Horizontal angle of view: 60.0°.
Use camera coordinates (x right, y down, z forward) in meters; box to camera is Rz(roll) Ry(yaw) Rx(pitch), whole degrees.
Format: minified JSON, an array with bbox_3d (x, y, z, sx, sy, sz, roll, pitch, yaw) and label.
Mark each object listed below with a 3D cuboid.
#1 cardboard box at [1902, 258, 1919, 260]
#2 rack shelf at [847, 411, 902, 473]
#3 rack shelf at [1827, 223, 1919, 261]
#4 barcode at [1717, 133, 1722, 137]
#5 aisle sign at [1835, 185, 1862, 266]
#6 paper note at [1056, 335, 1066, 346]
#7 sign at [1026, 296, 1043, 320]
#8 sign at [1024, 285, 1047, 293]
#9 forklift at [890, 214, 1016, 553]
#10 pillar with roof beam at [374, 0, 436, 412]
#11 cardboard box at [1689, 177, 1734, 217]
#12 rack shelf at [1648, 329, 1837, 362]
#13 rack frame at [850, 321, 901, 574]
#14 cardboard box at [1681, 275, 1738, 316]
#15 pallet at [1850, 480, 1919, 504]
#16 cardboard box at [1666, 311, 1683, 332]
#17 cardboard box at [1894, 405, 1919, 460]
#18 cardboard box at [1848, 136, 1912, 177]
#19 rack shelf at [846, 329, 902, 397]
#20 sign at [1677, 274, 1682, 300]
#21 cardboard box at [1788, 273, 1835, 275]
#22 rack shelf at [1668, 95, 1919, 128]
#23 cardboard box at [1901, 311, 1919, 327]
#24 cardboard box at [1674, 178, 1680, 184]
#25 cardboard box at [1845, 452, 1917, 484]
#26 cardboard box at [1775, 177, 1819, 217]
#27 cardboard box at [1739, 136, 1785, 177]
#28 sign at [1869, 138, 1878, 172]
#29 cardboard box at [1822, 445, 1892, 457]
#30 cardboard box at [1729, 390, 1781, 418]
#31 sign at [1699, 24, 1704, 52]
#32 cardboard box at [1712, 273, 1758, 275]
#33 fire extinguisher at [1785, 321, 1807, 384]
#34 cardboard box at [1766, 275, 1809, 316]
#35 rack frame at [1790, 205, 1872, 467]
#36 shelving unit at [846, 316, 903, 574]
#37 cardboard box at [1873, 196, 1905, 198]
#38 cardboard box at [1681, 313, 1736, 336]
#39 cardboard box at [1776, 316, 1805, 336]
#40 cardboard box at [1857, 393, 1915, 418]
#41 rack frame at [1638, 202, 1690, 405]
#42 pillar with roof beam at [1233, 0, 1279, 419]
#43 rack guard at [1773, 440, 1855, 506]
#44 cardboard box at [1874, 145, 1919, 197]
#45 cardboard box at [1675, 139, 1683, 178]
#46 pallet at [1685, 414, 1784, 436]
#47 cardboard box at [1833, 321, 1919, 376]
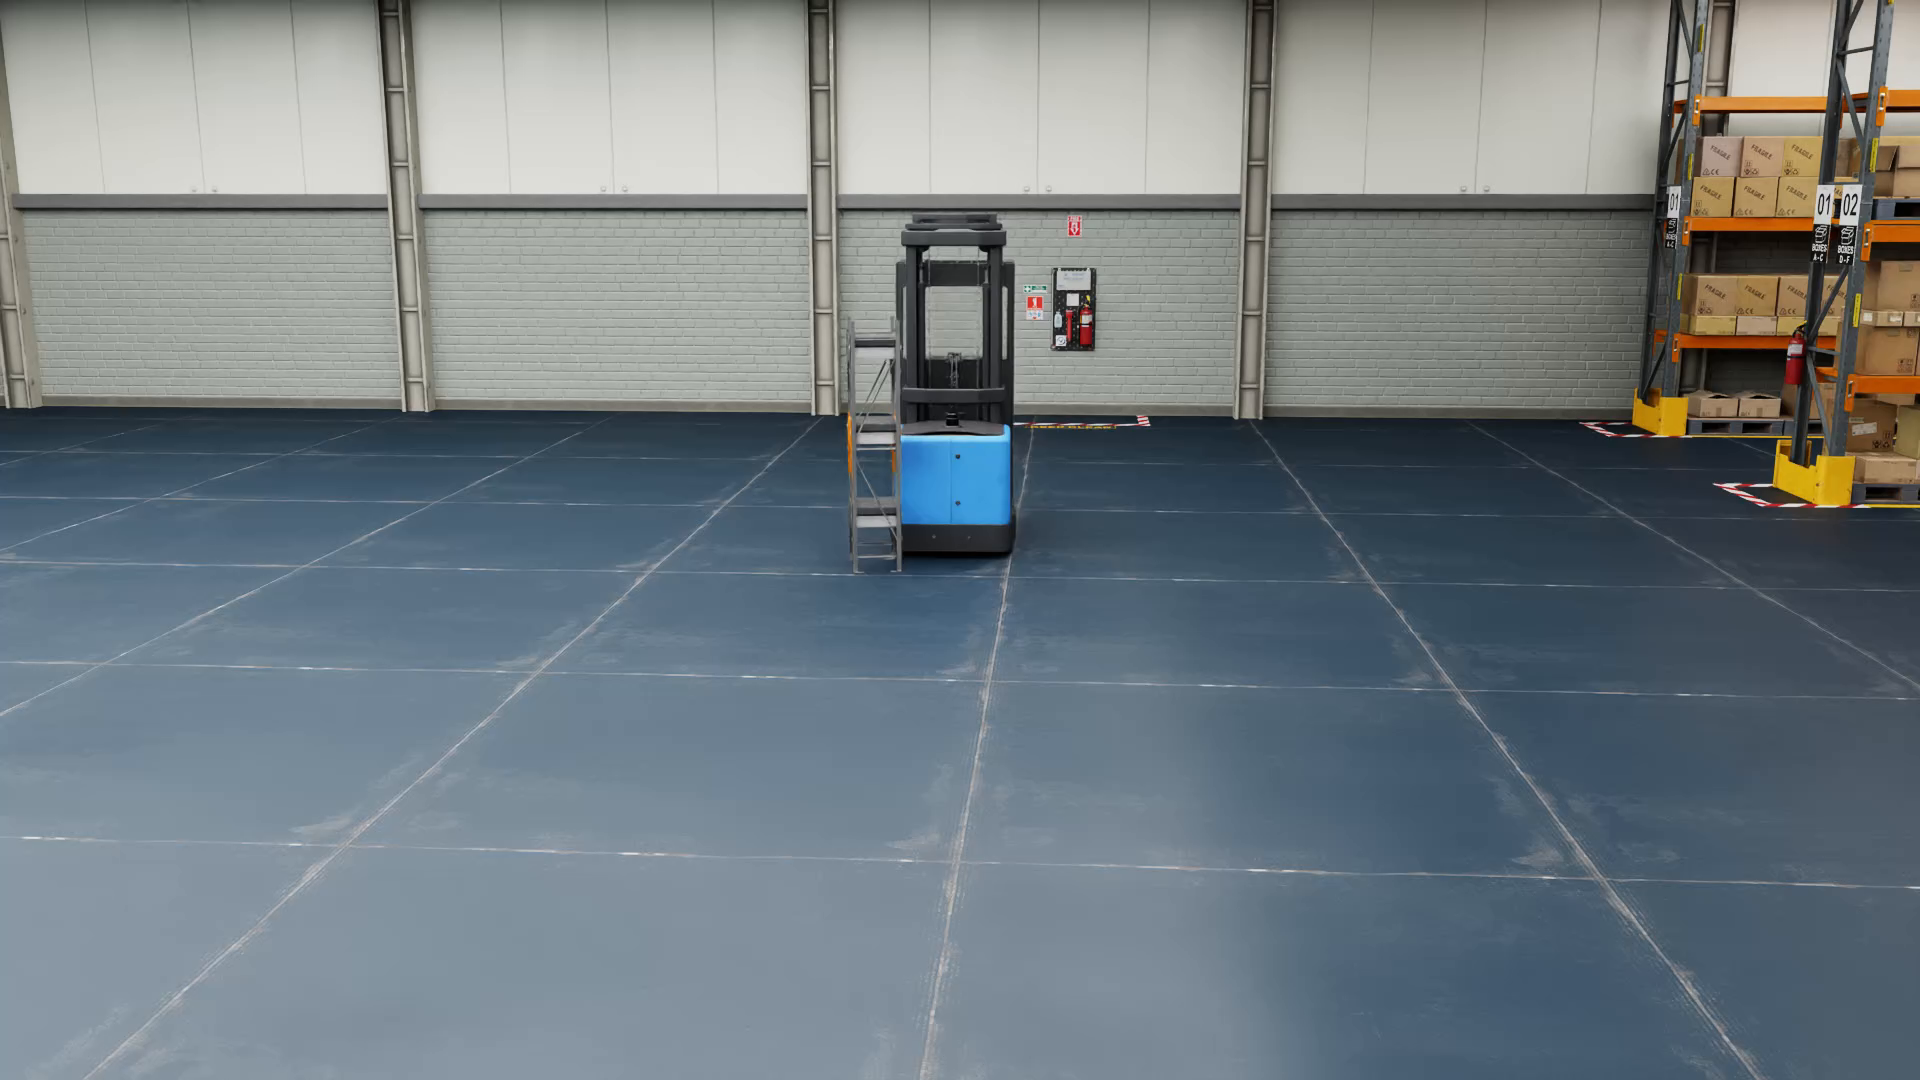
[{"bbox_3d":[10.014,-2.607,16.972,0.500,0.500,0.700,0,12,2],"label":"cardboard box"},{"bbox_3d":[-0.719,-0.788,13.956,0.431,0.518,0.480,-1,12,-7],"label":"rack shelf"},{"bbox_3d":[10.967,-3.027,16.827,4.000,0.370,1.077,1,12,4],"label":"rack shelf"},{"bbox_3d":[10.040,-5.343,21.990,0.075,0.075,0.001,1,12,4],"label":"barcode"},{"bbox_3d":[8.885,-3.149,16.630,0.004,0.787,0.394,1,12,4],"label":"aisle sign"},{"bbox_3d":[1.433,-2.827,23.589,0.142,0.148,0.016,1,12,4],"label":"paper note"},{"bbox_3d":[1.060,-3.287,23.553,0.234,0.329,0.001,1,12,4],"label":"sign"},{"bbox_3d":[1.064,-3.545,23.489,0.331,0.109,0.001,1,12,4],"label":"sign"},{"bbox_3d":[-0.039,-1.574,15.614,1.130,2.935,3.031,0,12,1],"label":"forklift"},{"bbox_3d":[-8.193,-5.421,19.187,0.400,9.000,9.100,1,12,4],"label":"pillar with roof beam"},{"bbox_3d":[9.615,-4.422,21.444,0.500,0.500,0.500,1,12,5],"label":"cardboard box"},{"bbox_3d":[11.294,-2.571,21.972,4.000,0.370,1.077,1,12,4],"label":"rack shelf"},{"bbox_3d":[-0.691,-0.752,13.716,0.400,2.100,0.015,-1,12,-7],"label":"rack frame"},{"bbox_3d":[9.755,-3.186,21.641,0.500,0.500,0.500,1,12,4],"label":"cardboard box"},{"bbox_3d":[9.737,-0.572,17.467,1.213,0.211,1.003,1,12,4],"label":"pallet"},{"bbox_3d":[9.778,-2.920,22.201,0.500,0.250,0.500,1,12,5],"label":"cardboard box"},{"bbox_3d":[9.990,-1.106,17.070,0.500,0.500,0.500,1,12,4],"label":"cardboard box"},{"bbox_3d":[11.702,-4.874,21.163,0.500,0.500,0.500,0,12,2],"label":"cardboard box"},{"bbox_3d":[-0.719,-1.473,13.812,0.431,0.518,0.480,-1,12,-7],"label":"rack shelf"},{"bbox_3d":[9.262,-3.263,21.411,0.005,0.325,0.100,1,12,4],"label":"sign"},{"bbox_3d":[11.303,-3.269,22.037,0.500,0.500,0.500,1,12,5],"label":"cardboard box"},{"bbox_3d":[11.294,-5.506,21.358,4.000,0.370,1.077,1,12,4],"label":"rack shelf"},{"bbox_3d":[9.612,-2.252,16.864,0.250,0.149,0.380,0,12,2],"label":"cardboard box"},{"bbox_3d":[9.732,-4.523,21.930,0.500,0.500,0.500,2,12,8],"label":"cardboard box"},{"bbox_3d":[9.491,-0.745,17.177,0.500,0.250,0.500,1,12,4],"label":"cardboard box"},{"bbox_3d":[10.667,-4.401,21.344,0.500,0.500,0.500,1,12,6],"label":"cardboard box"},{"bbox_3d":[10.164,-4.895,21.263,0.500,0.500,0.500,1,12,3],"label":"cardboard box"},{"bbox_3d":[8.928,-3.760,16.245,0.005,0.325,0.100,1,12,4],"label":"sign"},{"bbox_3d":[9.526,-0.851,17.683,0.500,0.250,0.500,1,12,4],"label":"cardboard box"},{"bbox_3d":[10.552,-1.814,22.089,0.500,0.311,0.500,2,12,8],"label":"cardboard box"},{"bbox_3d":[9.262,-6.272,20.781,0.005,0.325,0.100,1,12,4],"label":"sign"},{"bbox_3d":[10.285,-3.282,22.100,0.500,0.500,0.500,1,12,5],"label":"cardboard box"},{"bbox_3d":[8.884,-1.997,17.660,0.183,0.674,0.296,1,12,4],"label":"fire extinguisher"},{"bbox_3d":[10.762,-3.169,21.559,0.500,0.500,0.500,0,12,2],"label":"cardboard box"},{"bbox_3d":[8.971,-1.938,17.191,0.127,3.000,1.000,1,12,4],"label":"rack frame"},{"bbox_3d":[-0.719,-0.801,13.953,0.431,2.100,0.503,-1,12,-7],"label":"shelving unit"},{"bbox_3d":[11.710,-4.389,21.284,0.500,0.500,0.500,0,12,2],"label":"cardboard box"},{"bbox_3d":[9.764,-2.815,21.700,0.500,0.250,0.500,0,12,2],"label":"cardboard box"},{"bbox_3d":[10.791,-2.803,21.641,0.500,0.250,0.500,1,12,3],"label":"cardboard box"},{"bbox_3d":[12.251,-1.894,22.007,0.500,0.500,0.500,0,12,-1],"label":"cardboard box"},{"bbox_3d":[9.298,-2.951,22.029,0.127,3.000,1.000,1,12,4],"label":"rack frame"},{"bbox_3d":[3.780,-5.257,18.402,0.400,9.000,9.100,1,12,4],"label":"pillar with roof beam"},{"bbox_3d":[8.947,-0.715,17.448,0.348,0.500,1.175,1,12,4],"label":"rack guard"},{"bbox_3d":[9.544,-3.723,16.774,0.637,0.503,0.797,2,12,8],"label":"cardboard box"},{"bbox_3d":[9.746,-5.014,21.834,0.500,0.500,0.500,1,12,6],"label":"cardboard box"},{"bbox_3d":[10.183,-1.566,22.222,1.213,0.211,1.003,1,12,4],"label":"pallet"},{"bbox_3d":[9.436,-1.978,17.138,0.500,0.500,0.700,1,12,4],"label":"cardboard box"}]
